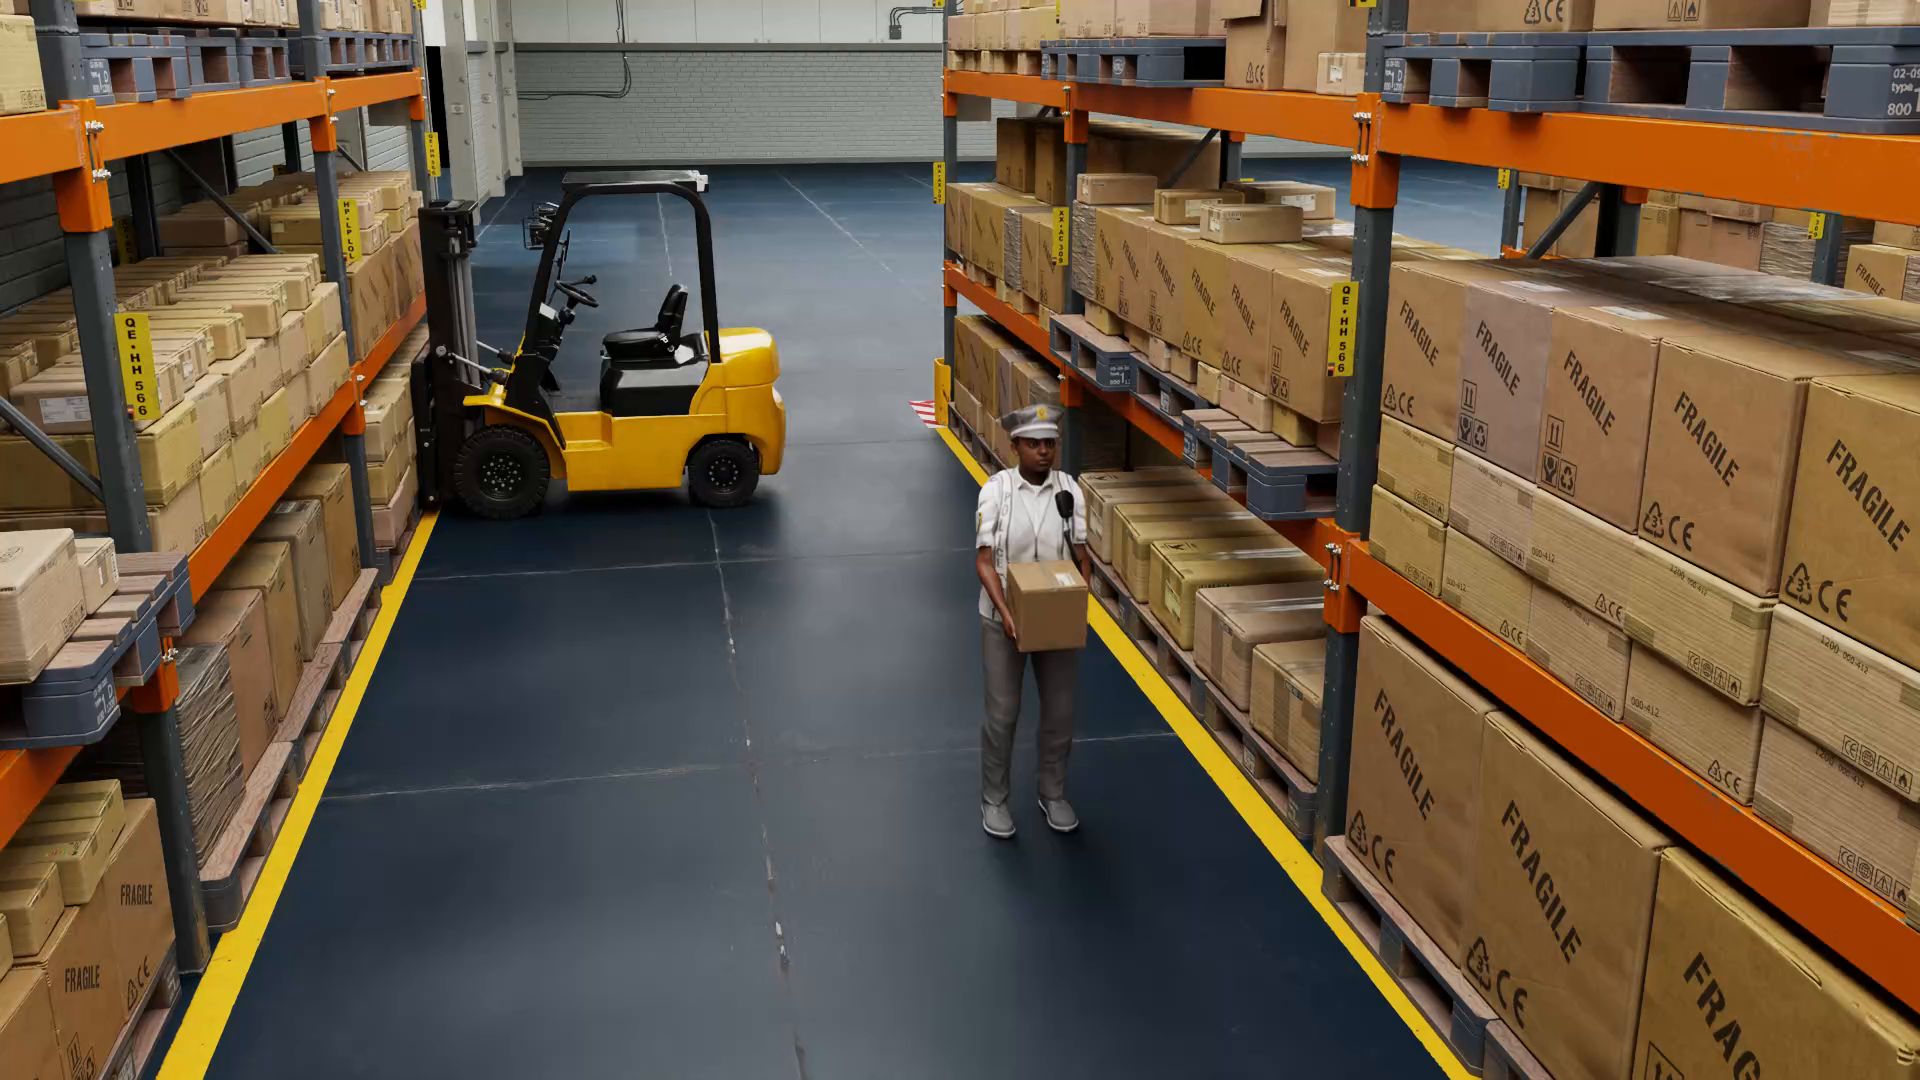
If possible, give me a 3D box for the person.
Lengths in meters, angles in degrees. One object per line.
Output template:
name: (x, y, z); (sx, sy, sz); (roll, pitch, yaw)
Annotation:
person: (0.290, 0.323, 6.386); (0.454, 1.694, 0.530); (-3, 17, -11)
